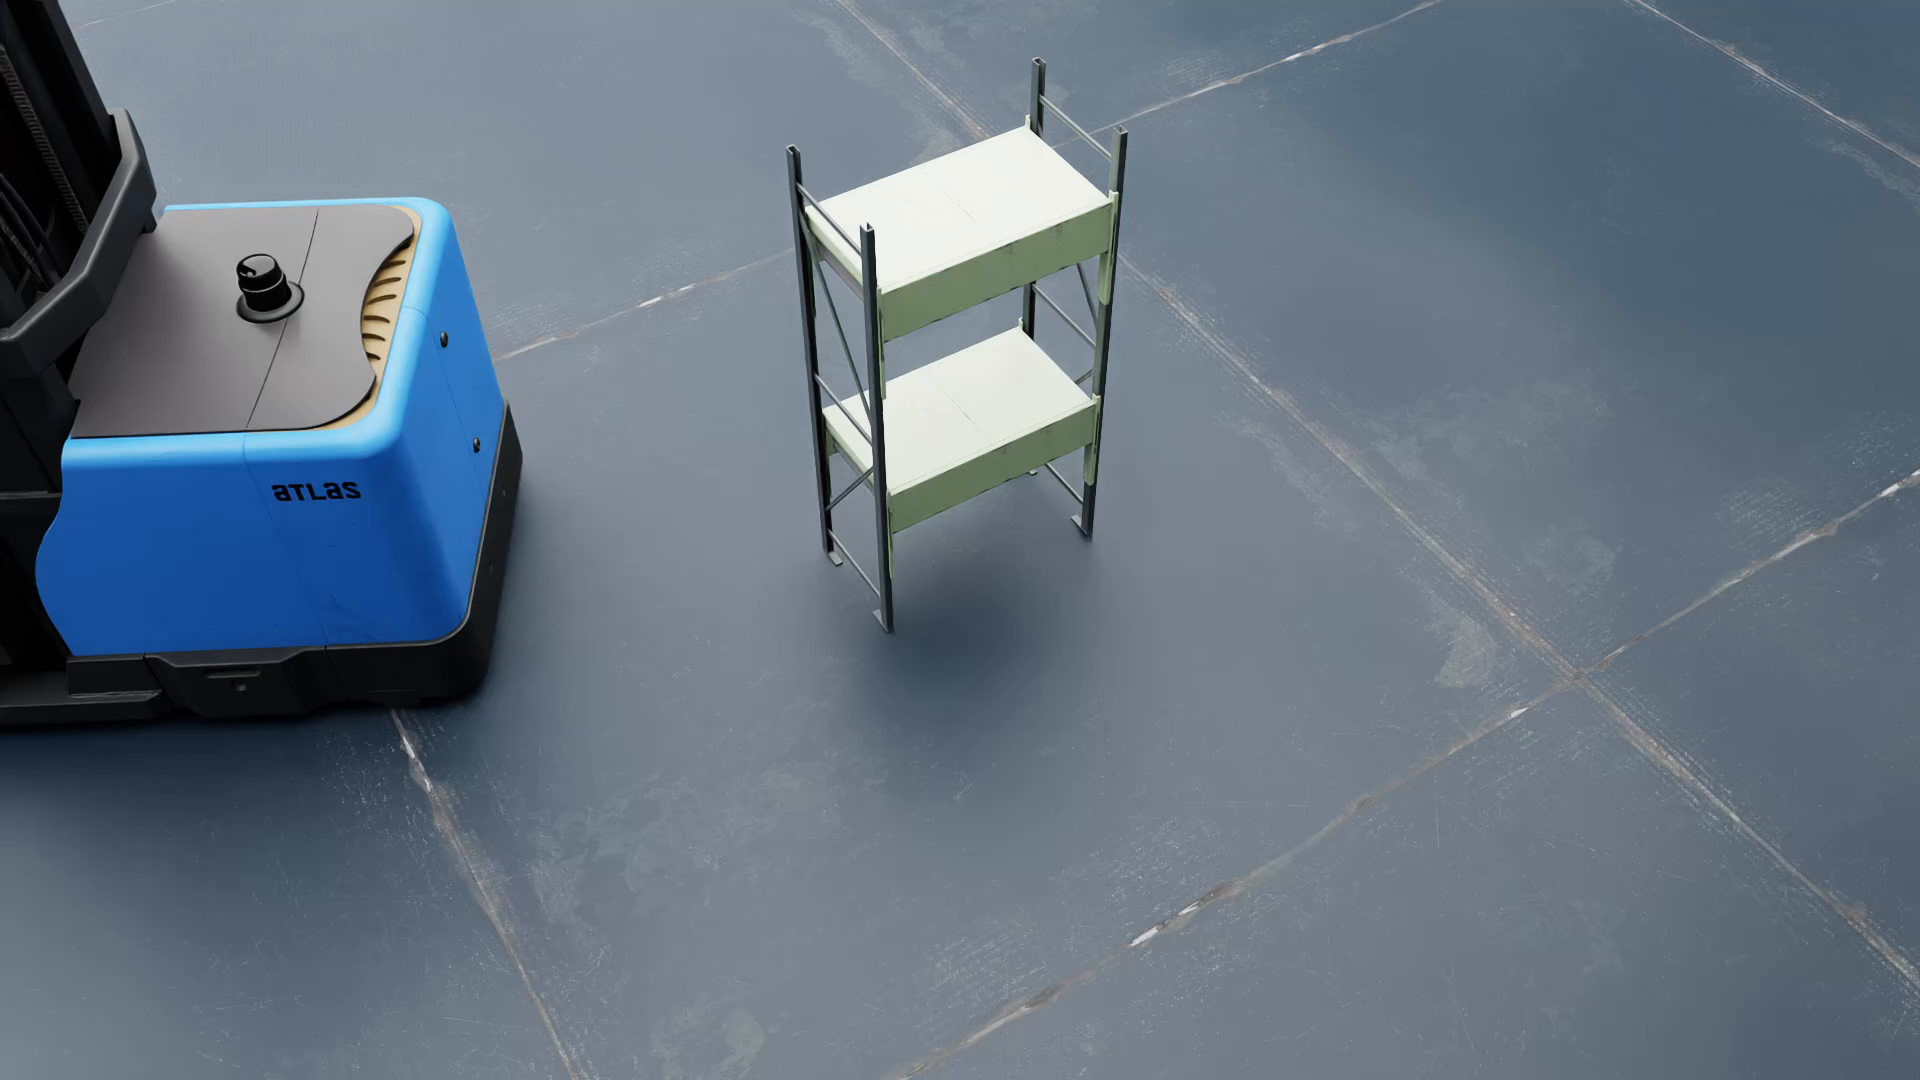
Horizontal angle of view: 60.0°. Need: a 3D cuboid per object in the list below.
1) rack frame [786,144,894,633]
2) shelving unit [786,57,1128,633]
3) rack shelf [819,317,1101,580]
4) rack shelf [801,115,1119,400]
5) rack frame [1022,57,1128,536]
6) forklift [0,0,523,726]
[{"bbox_3d":[-0.315,-0.350,4.558,0.023,1.500,0.400,-25,53,-21],"label":"rack frame"},{"bbox_3d":[-0.006,-0.496,4.688,0.755,1.500,0.431,-25,53,-21],"label":"shelving unit"},{"bbox_3d":[-0.006,-0.279,4.931,0.720,0.370,0.431,-25,53,-21],"label":"rack shelf"},{"bbox_3d":[-0.006,-0.756,4.396,0.720,0.370,0.431,-25,53,-21],"label":"rack shelf"},{"bbox_3d":[0.304,-0.642,4.817,0.023,1.500,0.400,-25,53,-21],"label":"rack frame"},{"bbox_3d":[-2.906,-0.813,4.011,3.031,2.935,1.130,-2,48,-2],"label":"forklift"}]
